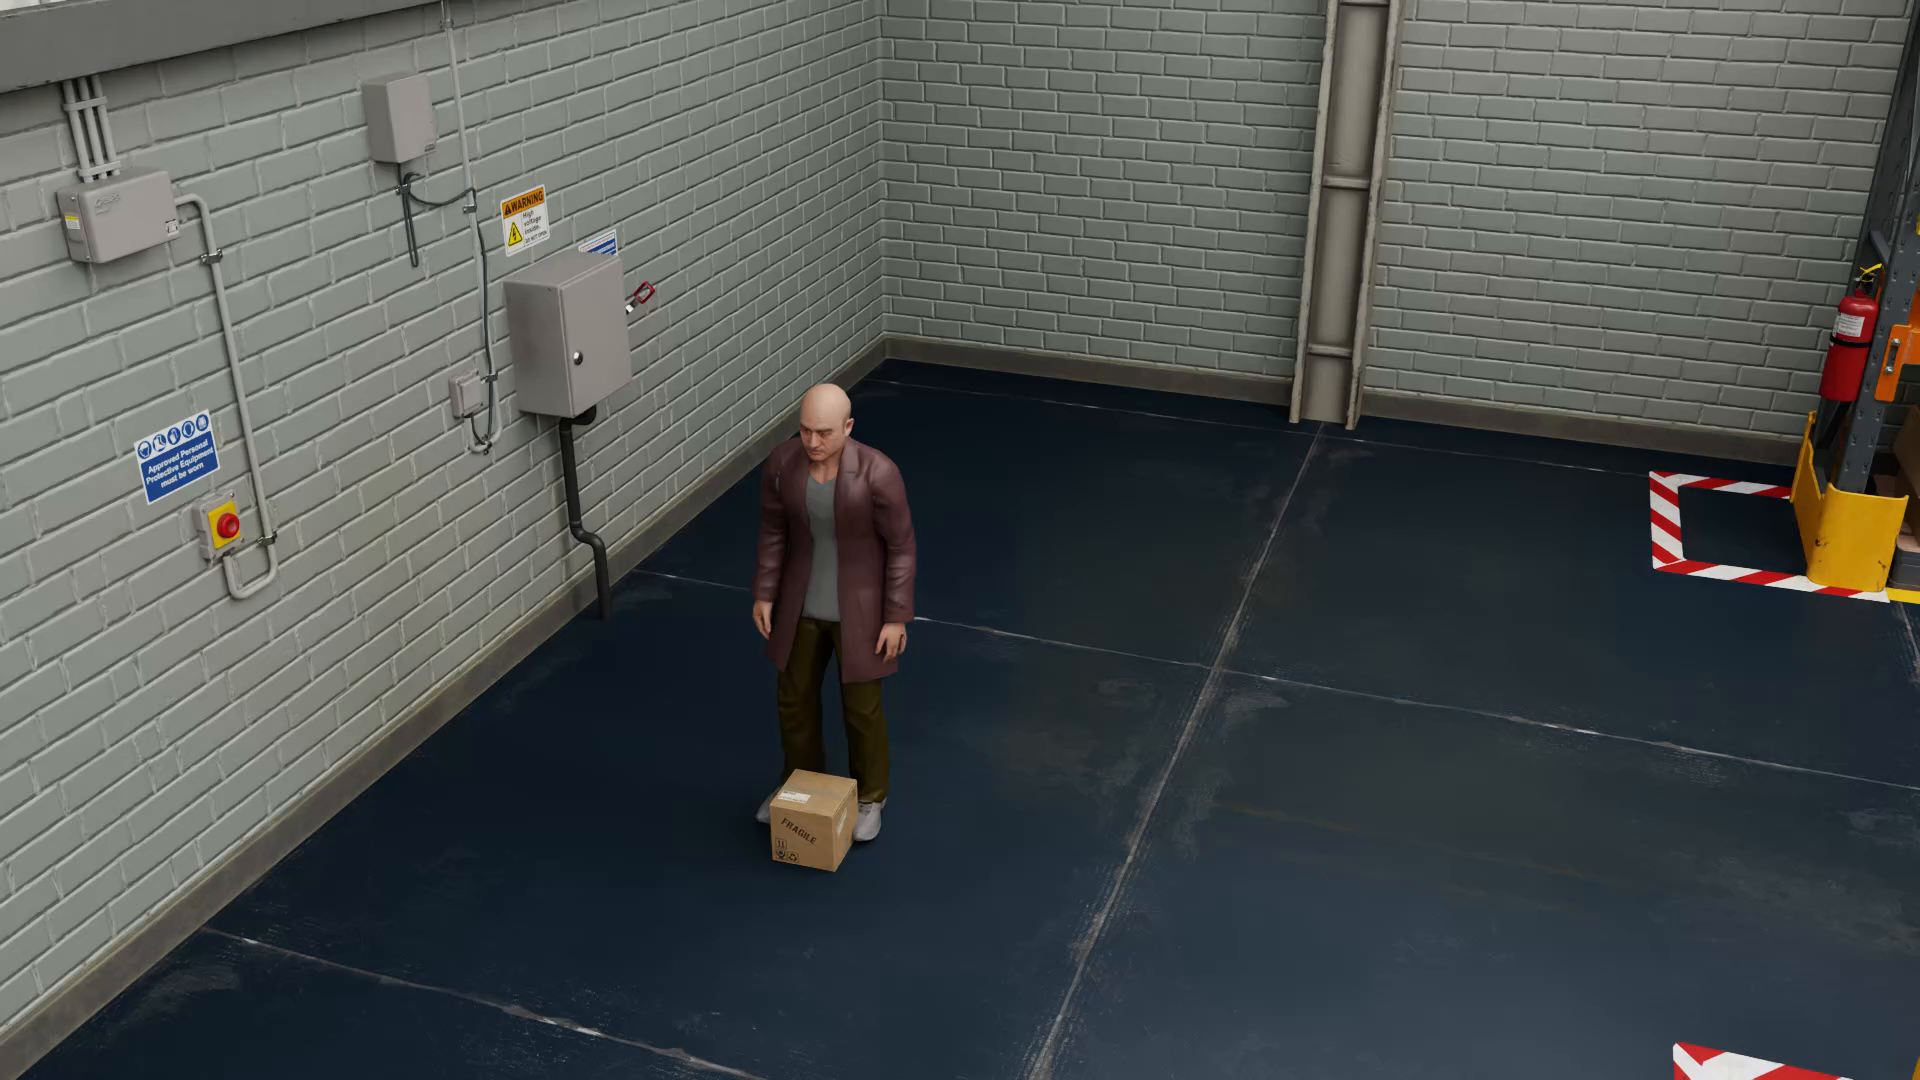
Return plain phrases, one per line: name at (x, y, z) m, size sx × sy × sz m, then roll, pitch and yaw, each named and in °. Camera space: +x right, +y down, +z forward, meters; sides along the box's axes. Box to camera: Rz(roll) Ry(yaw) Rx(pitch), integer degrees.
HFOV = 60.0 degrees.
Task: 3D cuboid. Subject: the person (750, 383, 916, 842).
person at (-0.466, 0.254, 6.091) m, size 0.643 × 1.774 × 0.423 m, roll 9°, pitch 27°, yaw 18°
